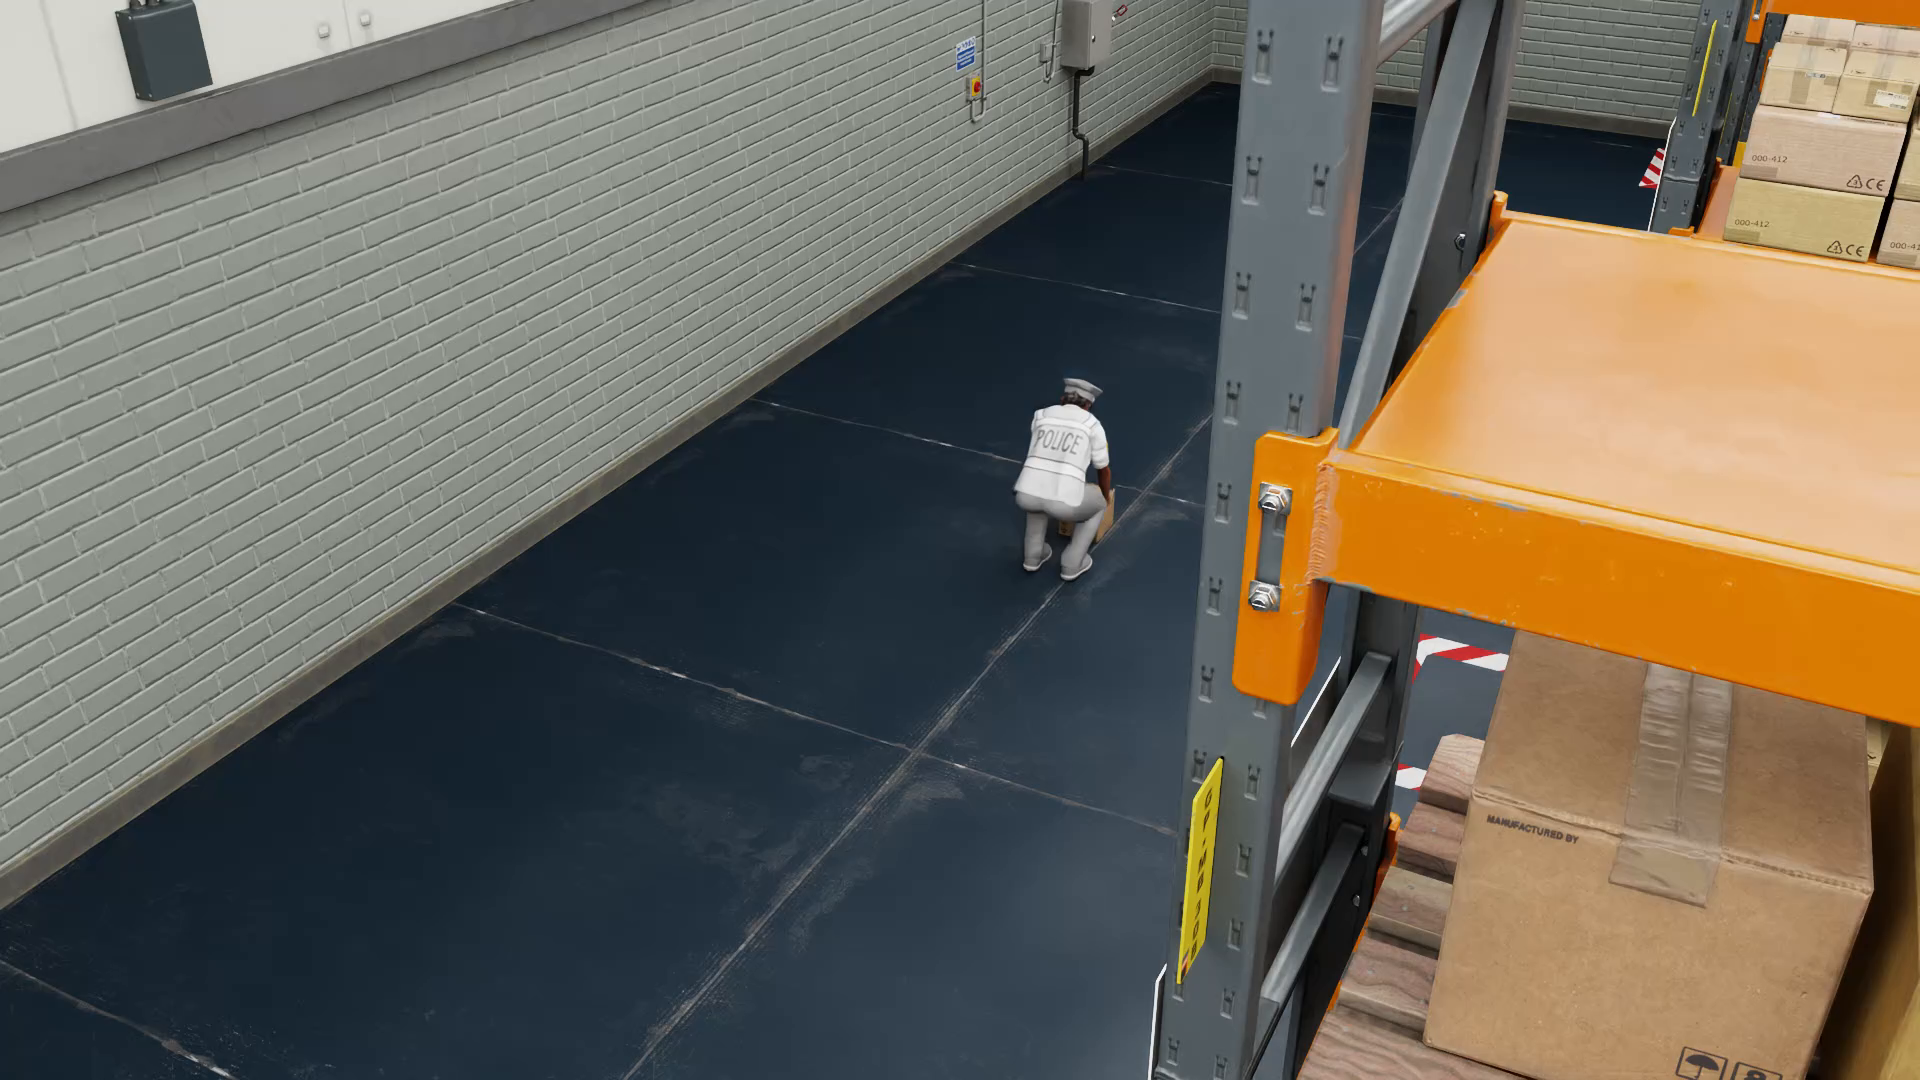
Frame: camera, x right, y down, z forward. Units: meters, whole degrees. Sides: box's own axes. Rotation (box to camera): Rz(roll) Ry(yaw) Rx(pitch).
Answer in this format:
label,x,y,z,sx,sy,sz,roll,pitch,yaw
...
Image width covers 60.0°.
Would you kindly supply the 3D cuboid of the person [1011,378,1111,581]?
label,x,y,z,sx,sy,sz,roll,pitch,yaw
person,0.592,-0.354,9.523,0.492,1.034,0.830,14,33,23
